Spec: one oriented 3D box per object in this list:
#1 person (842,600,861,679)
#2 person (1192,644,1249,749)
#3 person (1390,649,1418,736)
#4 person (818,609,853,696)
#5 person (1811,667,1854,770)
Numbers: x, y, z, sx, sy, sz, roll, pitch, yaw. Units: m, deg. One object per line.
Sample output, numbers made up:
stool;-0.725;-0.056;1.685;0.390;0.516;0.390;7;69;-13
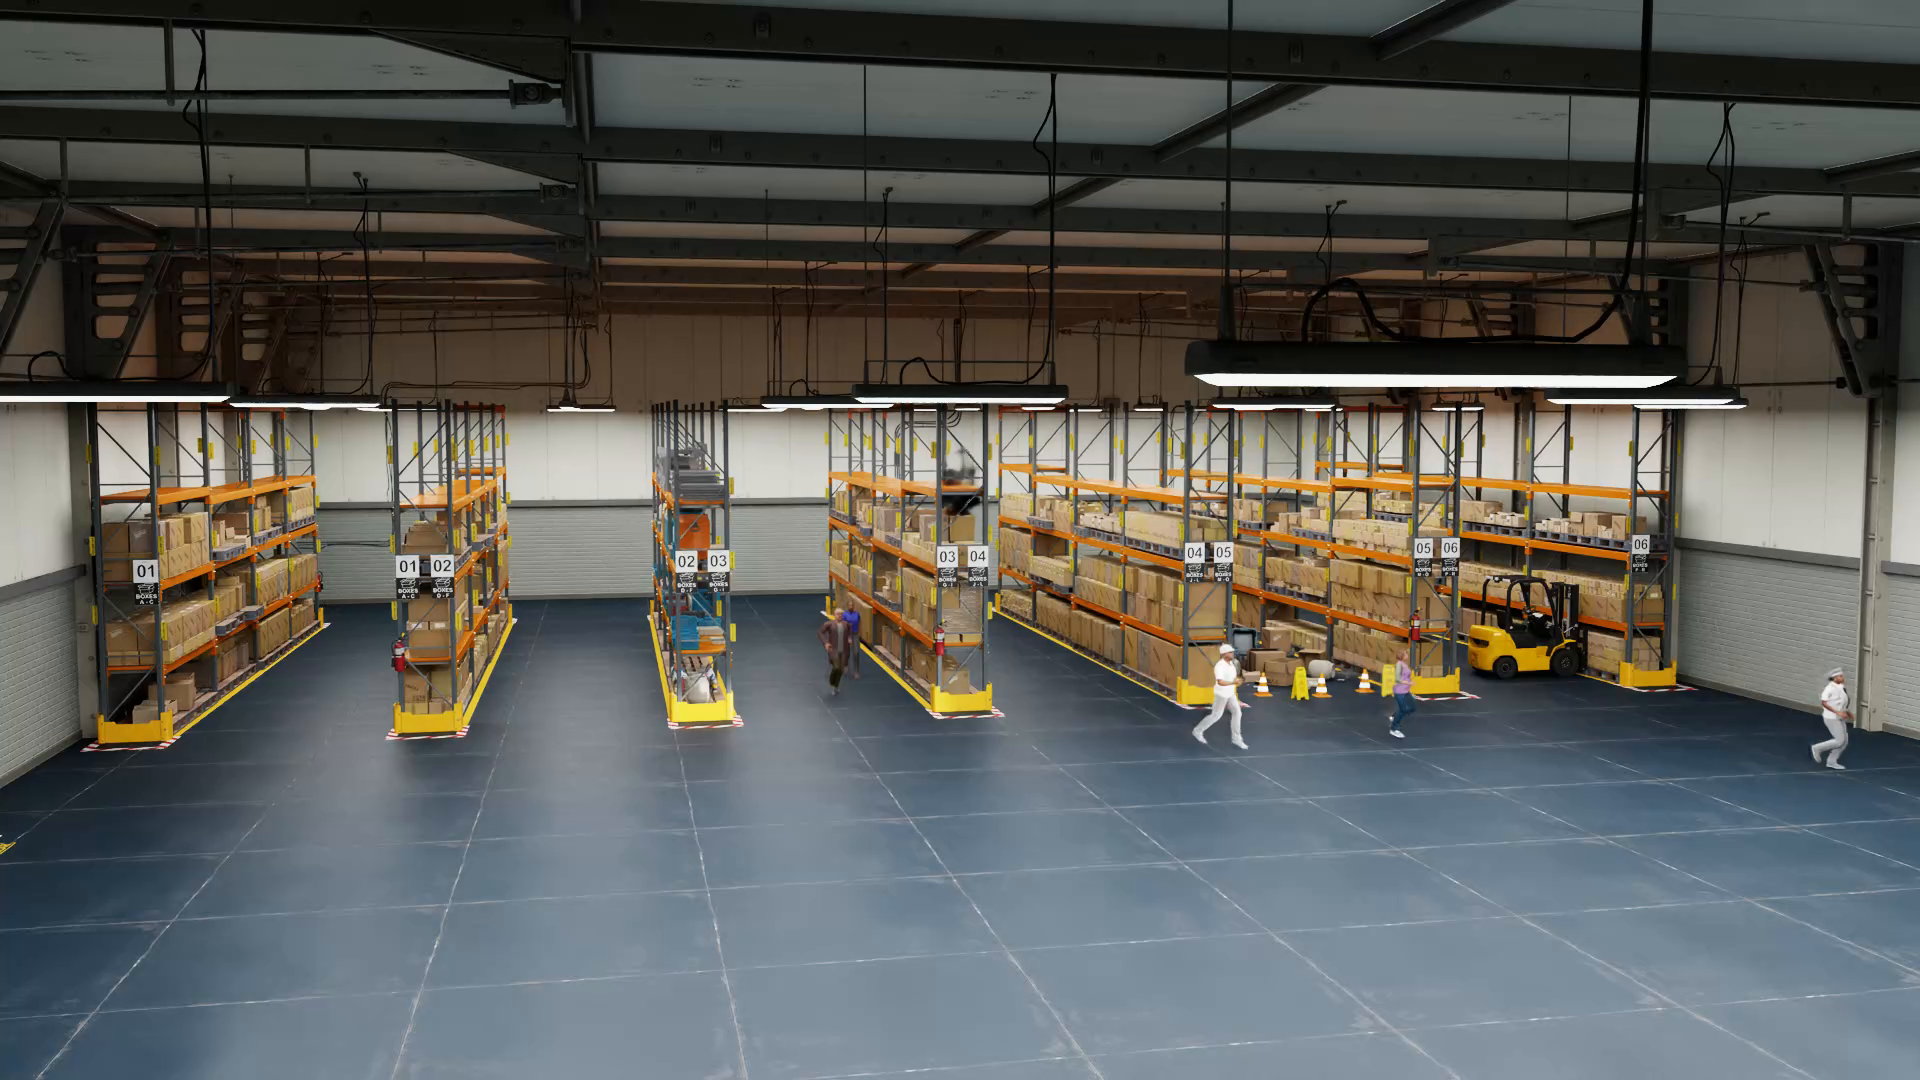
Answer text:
person;-2.374;2.144;36.166;0.575;1.644;0.909;-1;5;-17
person;4.502;2.682;28.614;0.948;1.801;0.712;3;5;32
person;7.893;2.713;29.549;0.520;1.569;0.590;3;5;32
person;-2.488;2.291;33.924;0.680;1.777;0.745;-2;5;-27
person;14.121;2.868;26.907;0.548;1.655;0.564;4;6;44
